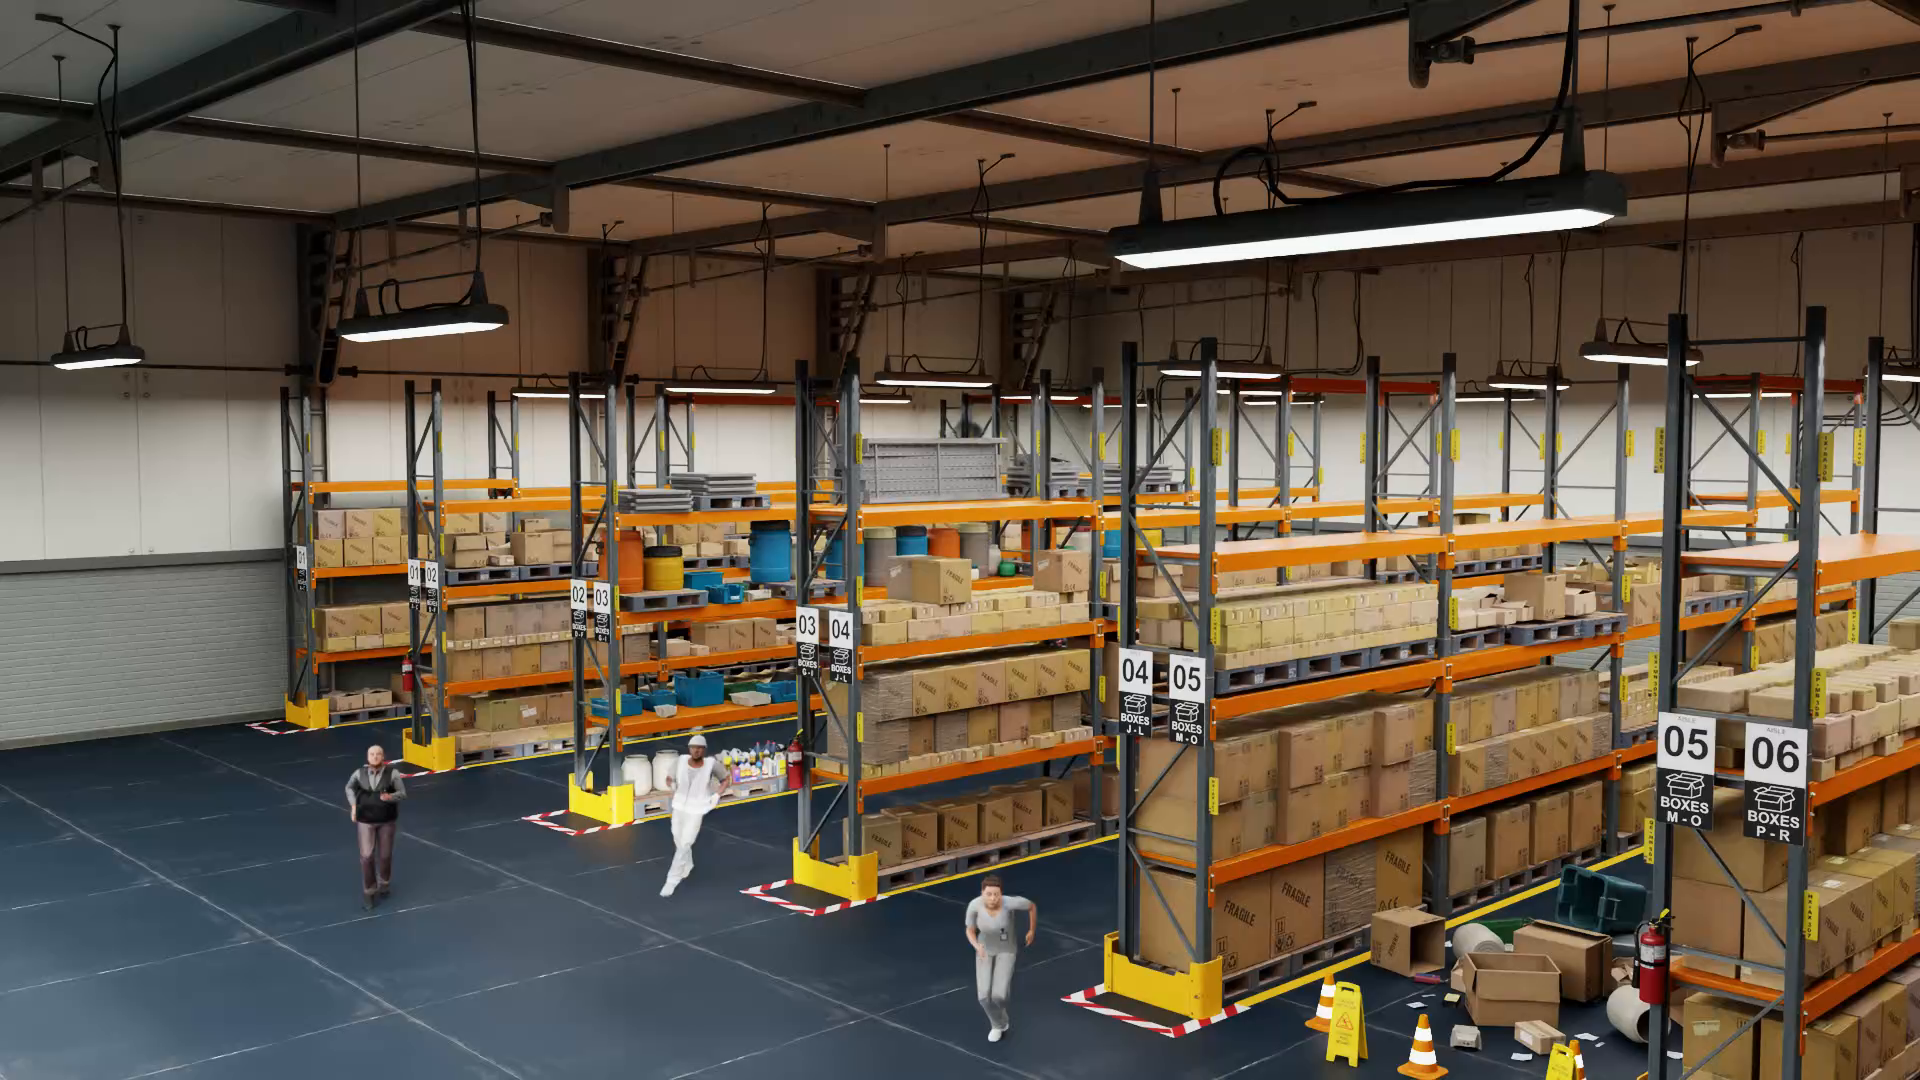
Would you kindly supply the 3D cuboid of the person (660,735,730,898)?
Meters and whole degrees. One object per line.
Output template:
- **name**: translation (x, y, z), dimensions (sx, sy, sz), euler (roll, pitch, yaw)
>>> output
- **person**: translation (-3.009, 3.078, 18.831), dimensions (0.685, 1.787, 0.837), euler (1, 4, 17)

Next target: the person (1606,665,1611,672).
- **person**: translation (9.824, 2.741, 24.877), dimensions (0.775, 1.750, 0.584), euler (-3, 5, -41)

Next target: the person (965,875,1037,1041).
- **person**: translation (0.344, 3.523, 14.003), dimensions (0.581, 1.517, 0.773), euler (1, 4, 8)

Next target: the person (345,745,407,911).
- **person**: translation (-6.413, 3.142, 18.279), dimensions (0.641, 1.779, 0.726), euler (-1, 4, -18)
